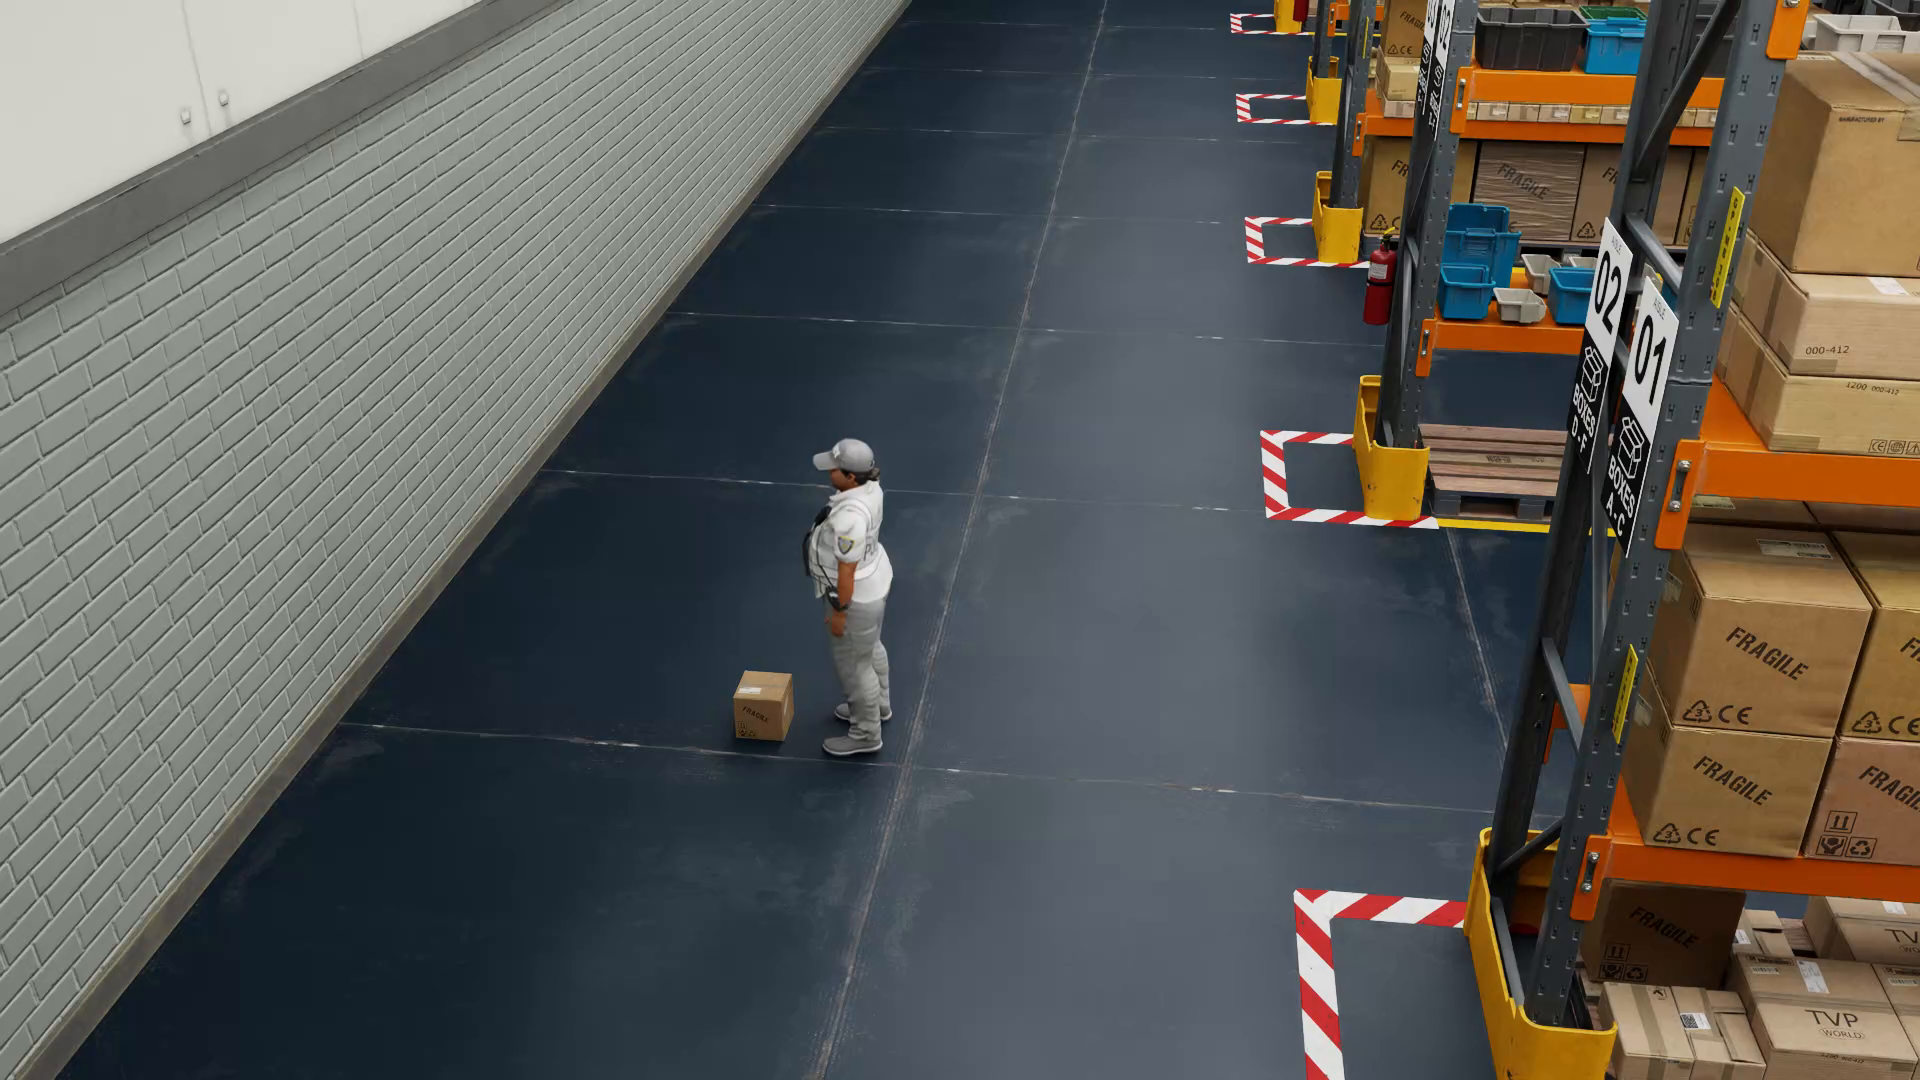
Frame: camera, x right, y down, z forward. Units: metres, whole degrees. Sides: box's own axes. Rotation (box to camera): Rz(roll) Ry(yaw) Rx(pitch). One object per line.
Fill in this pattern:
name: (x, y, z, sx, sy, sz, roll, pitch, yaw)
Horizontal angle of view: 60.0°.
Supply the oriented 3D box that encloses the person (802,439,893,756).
person: (-0.534, 0.268, 8.130, 0.392, 1.668, 0.466, 4, 29, 7)
